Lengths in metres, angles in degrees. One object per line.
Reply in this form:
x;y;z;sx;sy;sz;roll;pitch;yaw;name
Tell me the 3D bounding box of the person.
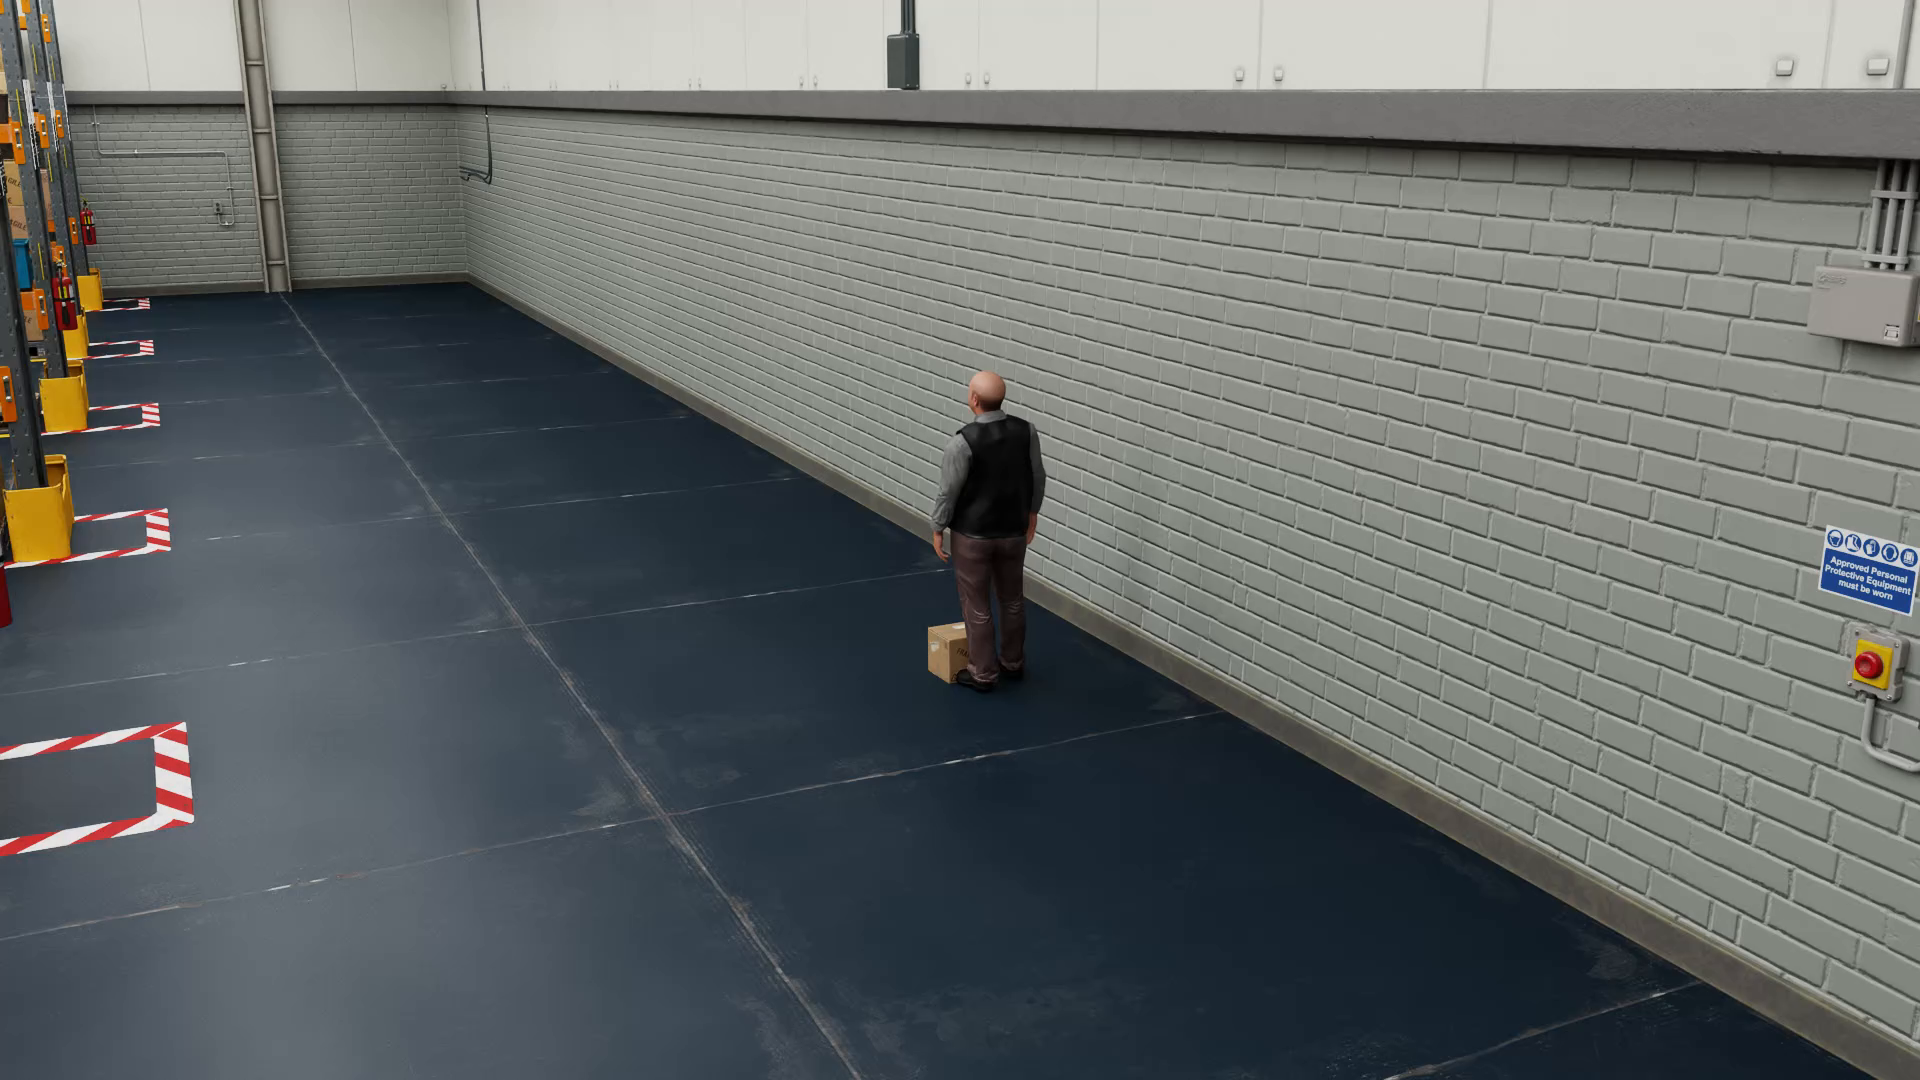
0.119;-0.053;8.733;0.633;1.722;0.565;-7;17;-25;person
